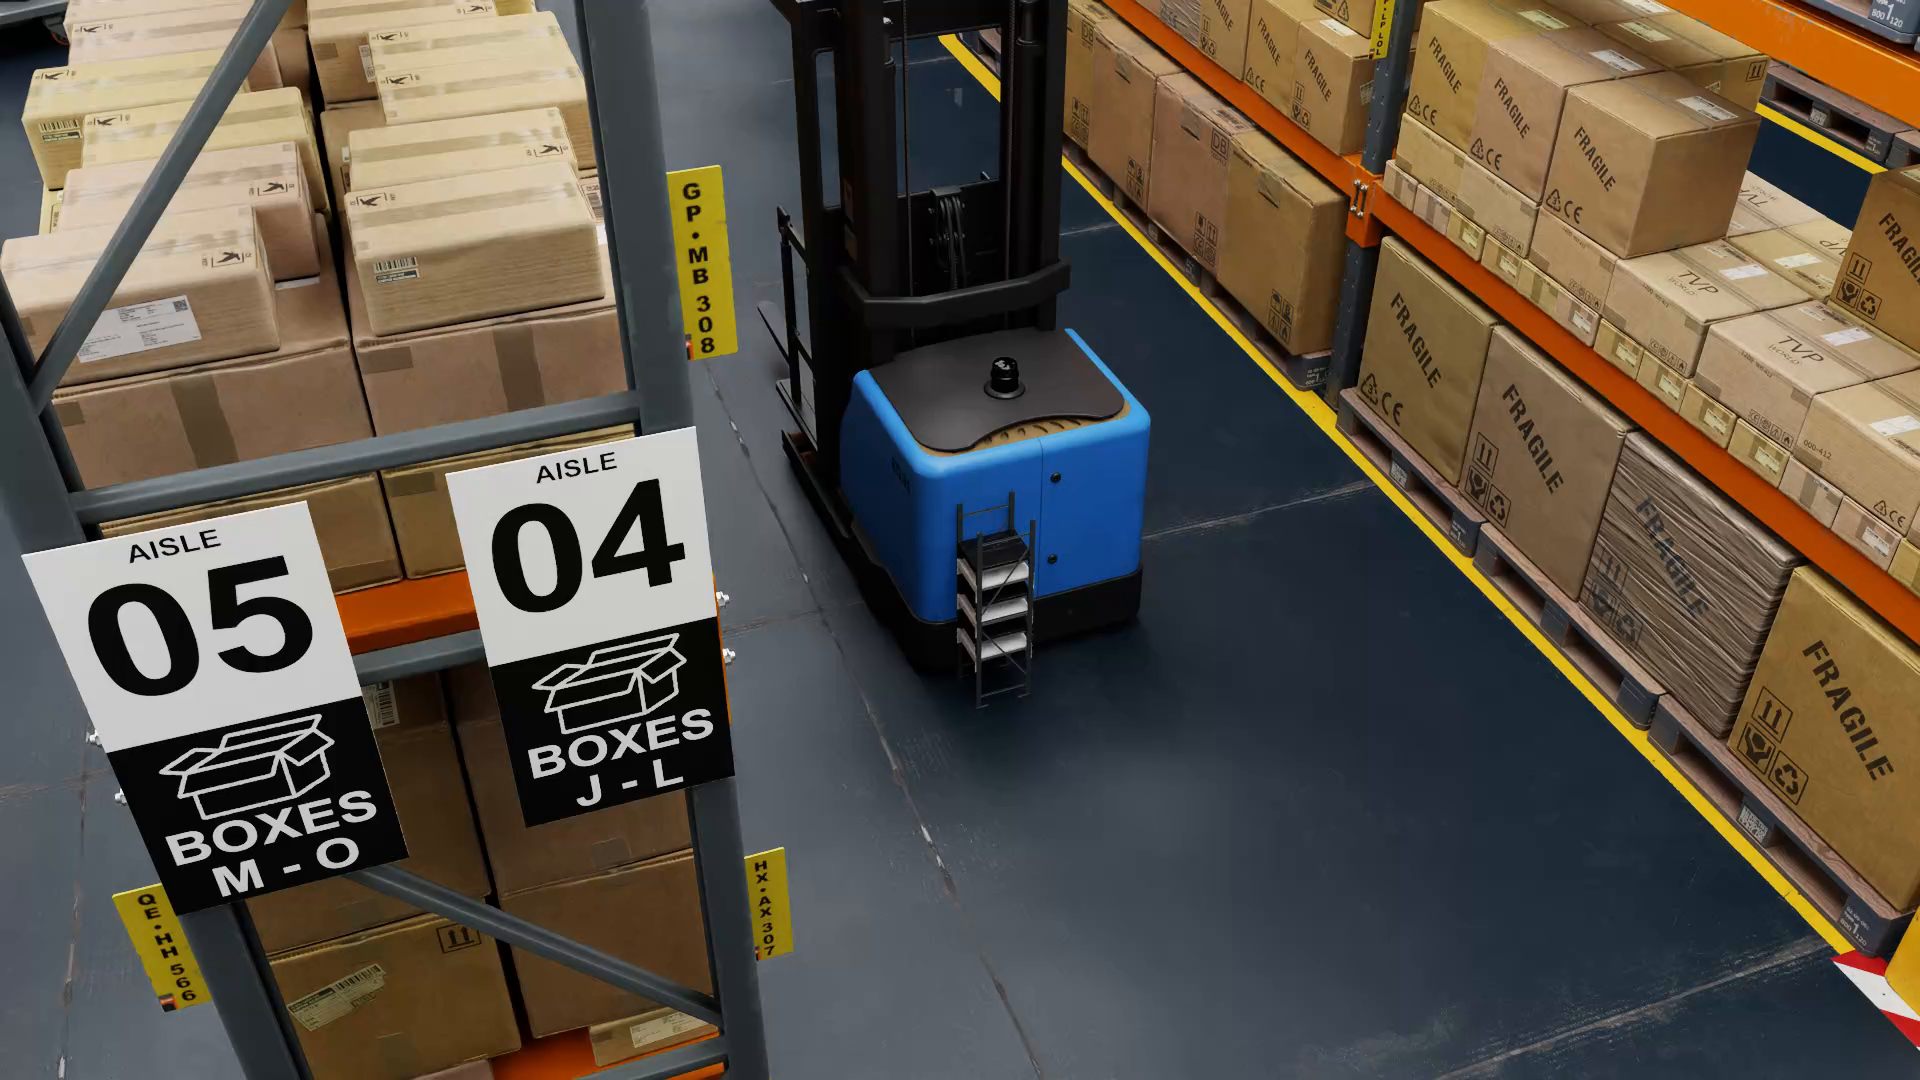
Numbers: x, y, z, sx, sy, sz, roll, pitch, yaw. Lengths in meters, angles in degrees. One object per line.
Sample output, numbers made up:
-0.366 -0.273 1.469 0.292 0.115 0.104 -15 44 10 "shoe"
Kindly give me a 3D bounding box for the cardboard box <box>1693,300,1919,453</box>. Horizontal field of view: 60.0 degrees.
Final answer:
3.007 -0.590 5.917 0.500 0.250 0.500 -14 39 -17 "cardboard box"

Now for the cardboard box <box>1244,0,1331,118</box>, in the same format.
1.815 -2.526 8.527 0.500 0.500 0.500 -11 38 -15 "cardboard box"

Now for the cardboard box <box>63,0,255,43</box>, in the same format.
-1.720 -1.122 3.631 0.380 0.149 0.250 -12 39 -15 "cardboard box"

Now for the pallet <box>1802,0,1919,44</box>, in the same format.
3.084 -2.008 5.503 1.003 0.211 1.213 -12 39 -16 "pallet"

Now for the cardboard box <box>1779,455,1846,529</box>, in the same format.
3.079 -0.201 5.732 0.380 0.149 0.250 -12 39 -15 "cardboard box"

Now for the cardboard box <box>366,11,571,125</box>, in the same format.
-0.995 -0.949 3.401 0.380 0.149 0.250 -12 39 -15 "cardboard box"

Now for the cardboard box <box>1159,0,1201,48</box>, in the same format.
1.461 -3.104 9.294 0.500 0.500 0.500 -12 39 -16 "cardboard box"

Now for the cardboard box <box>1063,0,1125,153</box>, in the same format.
1.238 -3.182 10.898 1.225 0.875 0.875 -14 39 -18 "cardboard box"

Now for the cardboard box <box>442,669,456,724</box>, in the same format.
-1.484 0.181 3.856 0.500 0.500 0.500 -14 39 -17 "cardboard box"

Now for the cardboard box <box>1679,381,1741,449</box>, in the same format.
2.898 -0.494 6.121 0.380 0.149 0.250 -12 39 -16 "cardboard box"

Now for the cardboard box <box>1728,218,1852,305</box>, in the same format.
3.322 -0.994 6.454 0.500 0.250 0.500 -13 39 -17 "cardboard box"

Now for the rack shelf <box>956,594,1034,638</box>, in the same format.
0.140 0.277 6.690 0.258 0.077 0.200 -13 39 -17 "rack shelf"

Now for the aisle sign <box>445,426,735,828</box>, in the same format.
-0.612 0.173 2.867 0.394 0.787 0.004 -12 39 -16 "aisle sign"

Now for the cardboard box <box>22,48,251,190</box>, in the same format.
-1.584 -0.823 3.235 0.380 0.149 0.250 -12 39 -15 "cardboard box"

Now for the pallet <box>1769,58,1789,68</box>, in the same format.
5.981 -3.732 12.529 1.003 0.211 1.213 -12 39 -16 "pallet"

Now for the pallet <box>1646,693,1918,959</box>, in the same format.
3.424 0.940 6.326 1.003 0.211 1.213 -12 39 -16 "pallet"

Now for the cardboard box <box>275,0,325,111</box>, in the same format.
-1.830 -1.180 4.039 0.500 0.250 0.500 -14 39 -18 "cardboard box"

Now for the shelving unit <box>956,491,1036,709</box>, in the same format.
0.140 0.250 6.670 0.258 0.900 0.210 -13 39 -17 "shelving unit"

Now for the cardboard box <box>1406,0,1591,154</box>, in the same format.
2.321 -2.032 7.209 0.500 0.500 0.500 -12 39 -16 "cardboard box"

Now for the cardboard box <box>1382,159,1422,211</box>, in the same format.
2.186 -1.661 7.671 0.380 0.149 0.250 -12 39 -16 "cardboard box"

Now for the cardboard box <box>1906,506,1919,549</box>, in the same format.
3.357 -0.016 5.155 0.500 0.250 0.500 -13 39 -17 "cardboard box"

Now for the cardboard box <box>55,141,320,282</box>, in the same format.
-1.322 -0.547 2.868 0.380 0.149 0.250 -12 39 -15 "cardboard box"

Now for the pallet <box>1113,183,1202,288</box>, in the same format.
1.636 -1.994 10.222 1.003 0.211 1.213 -12 39 -16 "pallet"

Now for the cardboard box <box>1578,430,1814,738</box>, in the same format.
3.164 0.084 6.562 0.875 0.875 0.875 -12 39 -16 "cardboard box"

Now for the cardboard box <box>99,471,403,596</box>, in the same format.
-1.324 -0.108 3.032 0.500 0.250 0.500 -13 39 -17 "cardboard box"

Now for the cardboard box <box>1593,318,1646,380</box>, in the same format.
2.724 -0.781 6.502 0.380 0.149 0.250 -14 39 -17 "cardboard box"

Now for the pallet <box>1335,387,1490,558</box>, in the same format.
2.585 -0.438 8.156 1.003 0.211 1.213 -12 39 -16 "pallet"

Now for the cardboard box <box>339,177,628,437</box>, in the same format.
-0.830 -0.413 3.022 0.500 0.250 0.500 -12 39 -15 "cardboard box"

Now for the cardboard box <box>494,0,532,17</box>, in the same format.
-1.185 -1.241 3.790 0.380 0.149 0.250 -11 38 -15 "cardboard box"

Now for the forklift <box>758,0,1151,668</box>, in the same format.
-0.233 -1.523 7.336 1.130 2.935 3.031 -13 39 -17 "forklift"

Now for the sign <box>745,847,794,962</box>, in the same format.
-0.410 0.774 3.510 0.100 0.325 0.005 -12 39 -16 "sign"

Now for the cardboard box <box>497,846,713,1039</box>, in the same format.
-0.814 0.762 3.914 0.500 0.500 0.500 -11 38 -14 "cardboard box"

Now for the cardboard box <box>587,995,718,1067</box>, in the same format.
-0.723 1.081 4.030 0.380 0.149 0.250 -13 39 -16 "cardboard box"

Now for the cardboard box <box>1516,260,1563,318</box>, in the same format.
2.548 -1.071 6.888 0.380 0.149 0.250 -13 39 -17 "cardboard box"

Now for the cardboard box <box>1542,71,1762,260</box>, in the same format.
2.667 -1.460 6.449 0.500 0.500 0.500 -14 39 -17 "cardboard box"

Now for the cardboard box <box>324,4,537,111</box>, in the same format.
-1.169 -0.990 3.788 0.500 0.250 0.500 -12 39 -15 "cardboard box"

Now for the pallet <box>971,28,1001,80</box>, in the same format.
0.752 -3.585 12.334 1.003 0.211 1.213 -12 39 -16 "pallet"

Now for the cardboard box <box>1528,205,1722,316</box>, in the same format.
2.662 -1.163 6.679 0.500 0.250 0.500 -12 38 -15 "cardboard box"

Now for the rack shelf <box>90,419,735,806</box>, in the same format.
-1.607 -0.809 4.435 1.077 0.370 4.000 -12 39 -16 "rack shelf"

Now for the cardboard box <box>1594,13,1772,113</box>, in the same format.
2.974 -1.868 6.991 0.500 0.500 0.500 -12 39 -15 "cardboard box"

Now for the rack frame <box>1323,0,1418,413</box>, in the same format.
2.396 -1.998 7.909 1.000 3.000 0.127 -12 39 -16 "rack frame"

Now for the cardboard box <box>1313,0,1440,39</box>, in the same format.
2.169 -2.797 8.054 0.797 0.503 0.637 -13 39 -17 "cardboard box"

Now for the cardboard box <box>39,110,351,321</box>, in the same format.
-1.494 -0.602 3.272 0.500 0.250 0.500 -13 39 -17 "cardboard box"

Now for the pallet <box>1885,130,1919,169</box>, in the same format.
6.820 -2.354 10.699 1.003 0.211 1.213 -12 39 -16 "pallet"

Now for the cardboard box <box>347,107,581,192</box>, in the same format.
-0.888 -0.643 2.995 0.380 0.149 0.250 -11 38 -14 "cardboard box"

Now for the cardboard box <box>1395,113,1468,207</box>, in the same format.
2.312 -1.737 7.440 0.500 0.250 0.500 -13 39 -17 "cardboard box"

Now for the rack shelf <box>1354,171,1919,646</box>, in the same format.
3.085 -0.580 6.625 1.077 0.370 4.000 -12 39 -16 "rack shelf"

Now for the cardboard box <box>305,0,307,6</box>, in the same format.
-1.546 -1.568 4.554 0.500 0.250 0.500 -11 38 -14 "cardboard box"

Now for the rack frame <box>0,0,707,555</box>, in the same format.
-0.919 -1.164 1.816 1.000 3.000 0.127 -12 39 -16 "rack frame"

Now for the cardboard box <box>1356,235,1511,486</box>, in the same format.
2.548 -0.927 7.905 0.875 0.875 0.875 -12 39 -16 "cardboard box"

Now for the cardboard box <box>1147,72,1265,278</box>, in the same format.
1.849 -2.179 9.566 1.225 0.875 0.875 -14 39 -18 "cardboard box"

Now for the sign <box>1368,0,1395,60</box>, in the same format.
1.890 -2.311 7.428 0.100 0.325 0.005 -12 39 -16 "sign"

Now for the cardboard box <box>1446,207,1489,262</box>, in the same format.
2.367 -1.364 7.277 0.380 0.149 0.250 -11 38 -14 "cardboard box"

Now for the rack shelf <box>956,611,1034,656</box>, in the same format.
0.140 0.349 6.744 0.258 0.077 0.200 -13 39 -17 "rack shelf"

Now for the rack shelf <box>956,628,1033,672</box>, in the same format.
0.140 0.421 6.798 0.258 0.077 0.200 -13 39 -17 "rack shelf"

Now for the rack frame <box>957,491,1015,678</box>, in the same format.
0.102 0.194 6.745 0.240 0.900 0.006 -13 39 -17 "rack frame"

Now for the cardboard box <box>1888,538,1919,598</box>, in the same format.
3.250 0.083 5.356 0.380 0.149 0.250 -12 39 -15 "cardboard box"
